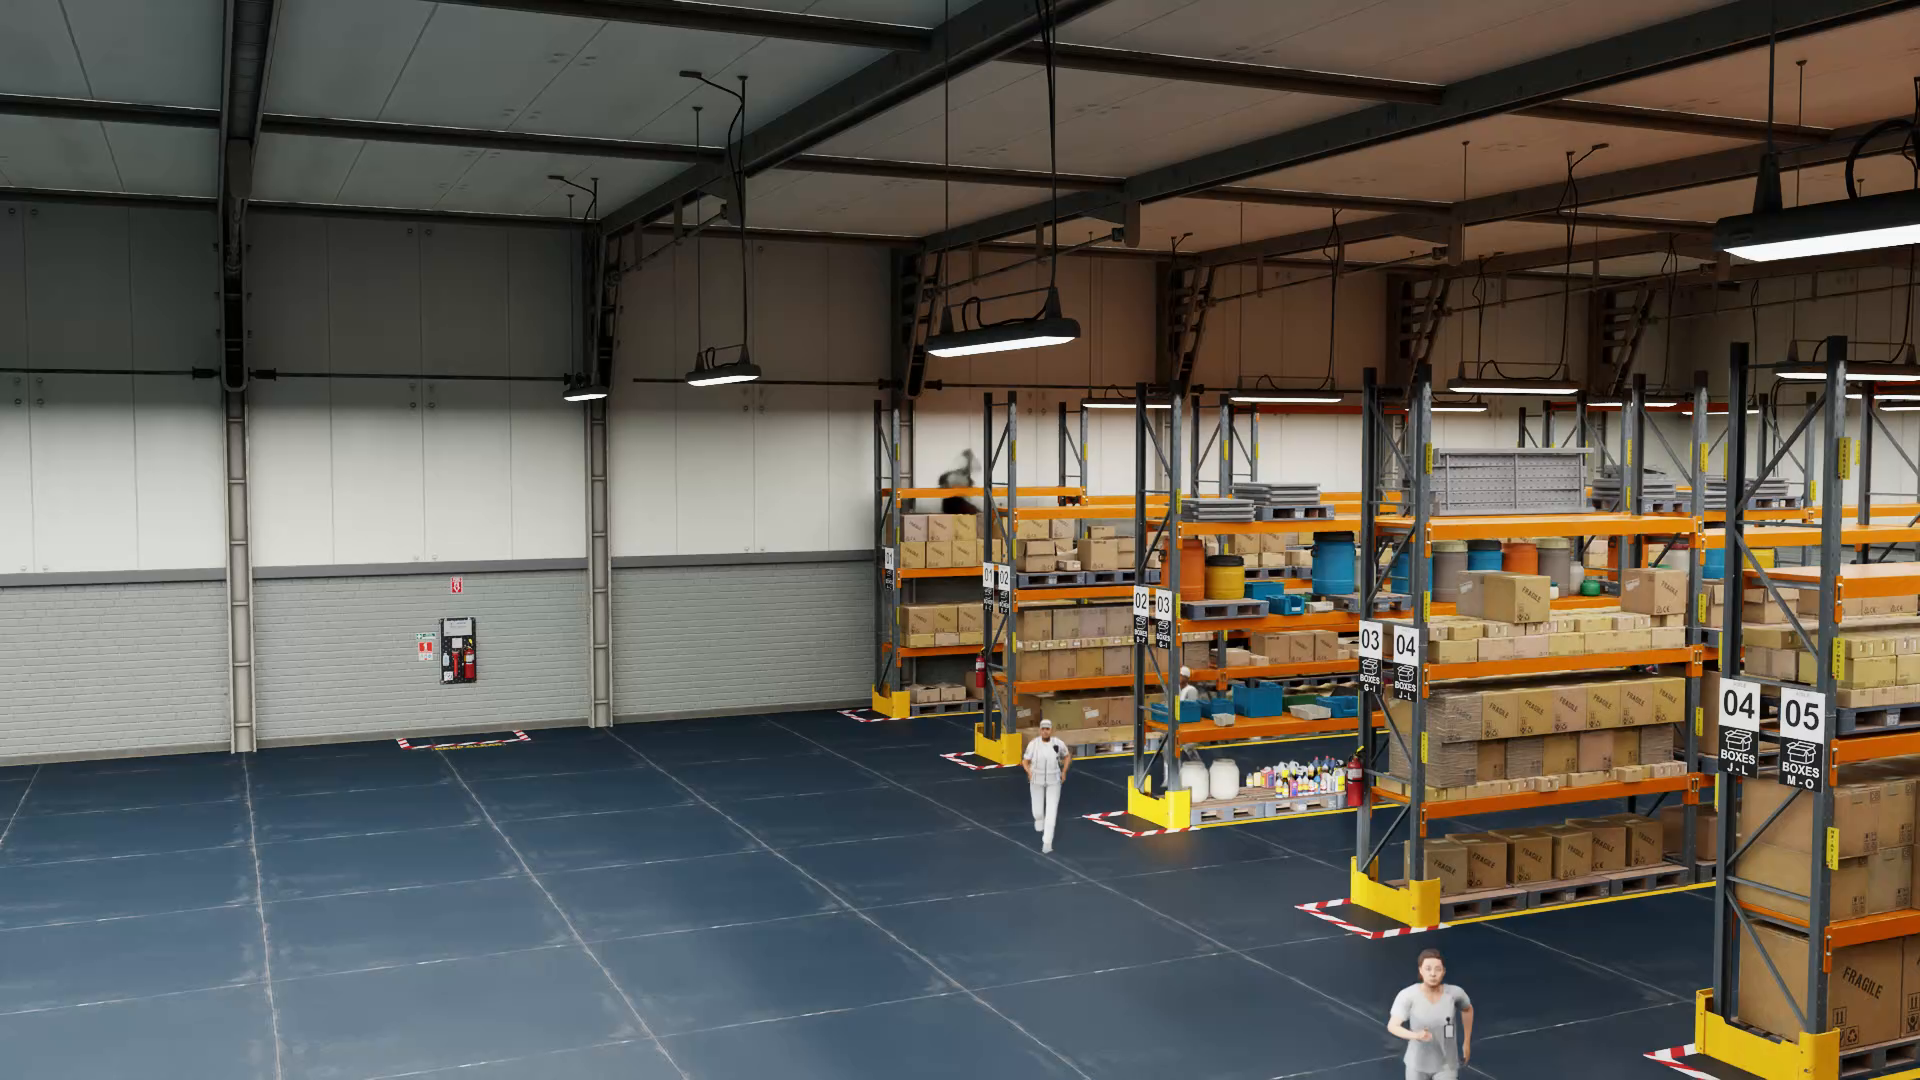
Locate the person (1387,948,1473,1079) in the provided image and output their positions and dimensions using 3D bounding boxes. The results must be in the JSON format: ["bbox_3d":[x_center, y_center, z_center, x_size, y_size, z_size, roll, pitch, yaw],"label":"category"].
[{"bbox_3d":[3.234,3.639,11.441,0.583,1.697,0.894,1,3,12],"label":"person"}]

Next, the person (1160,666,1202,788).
[{"bbox_3d":[3.330,2.817,25.008,0.785,1.844,0.662,-2,4,-37],"label":"person"}]

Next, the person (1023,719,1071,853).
[{"bbox_3d":[1.112,3.121,21.349,0.621,1.665,0.769,0,3,4],"label":"person"}]
